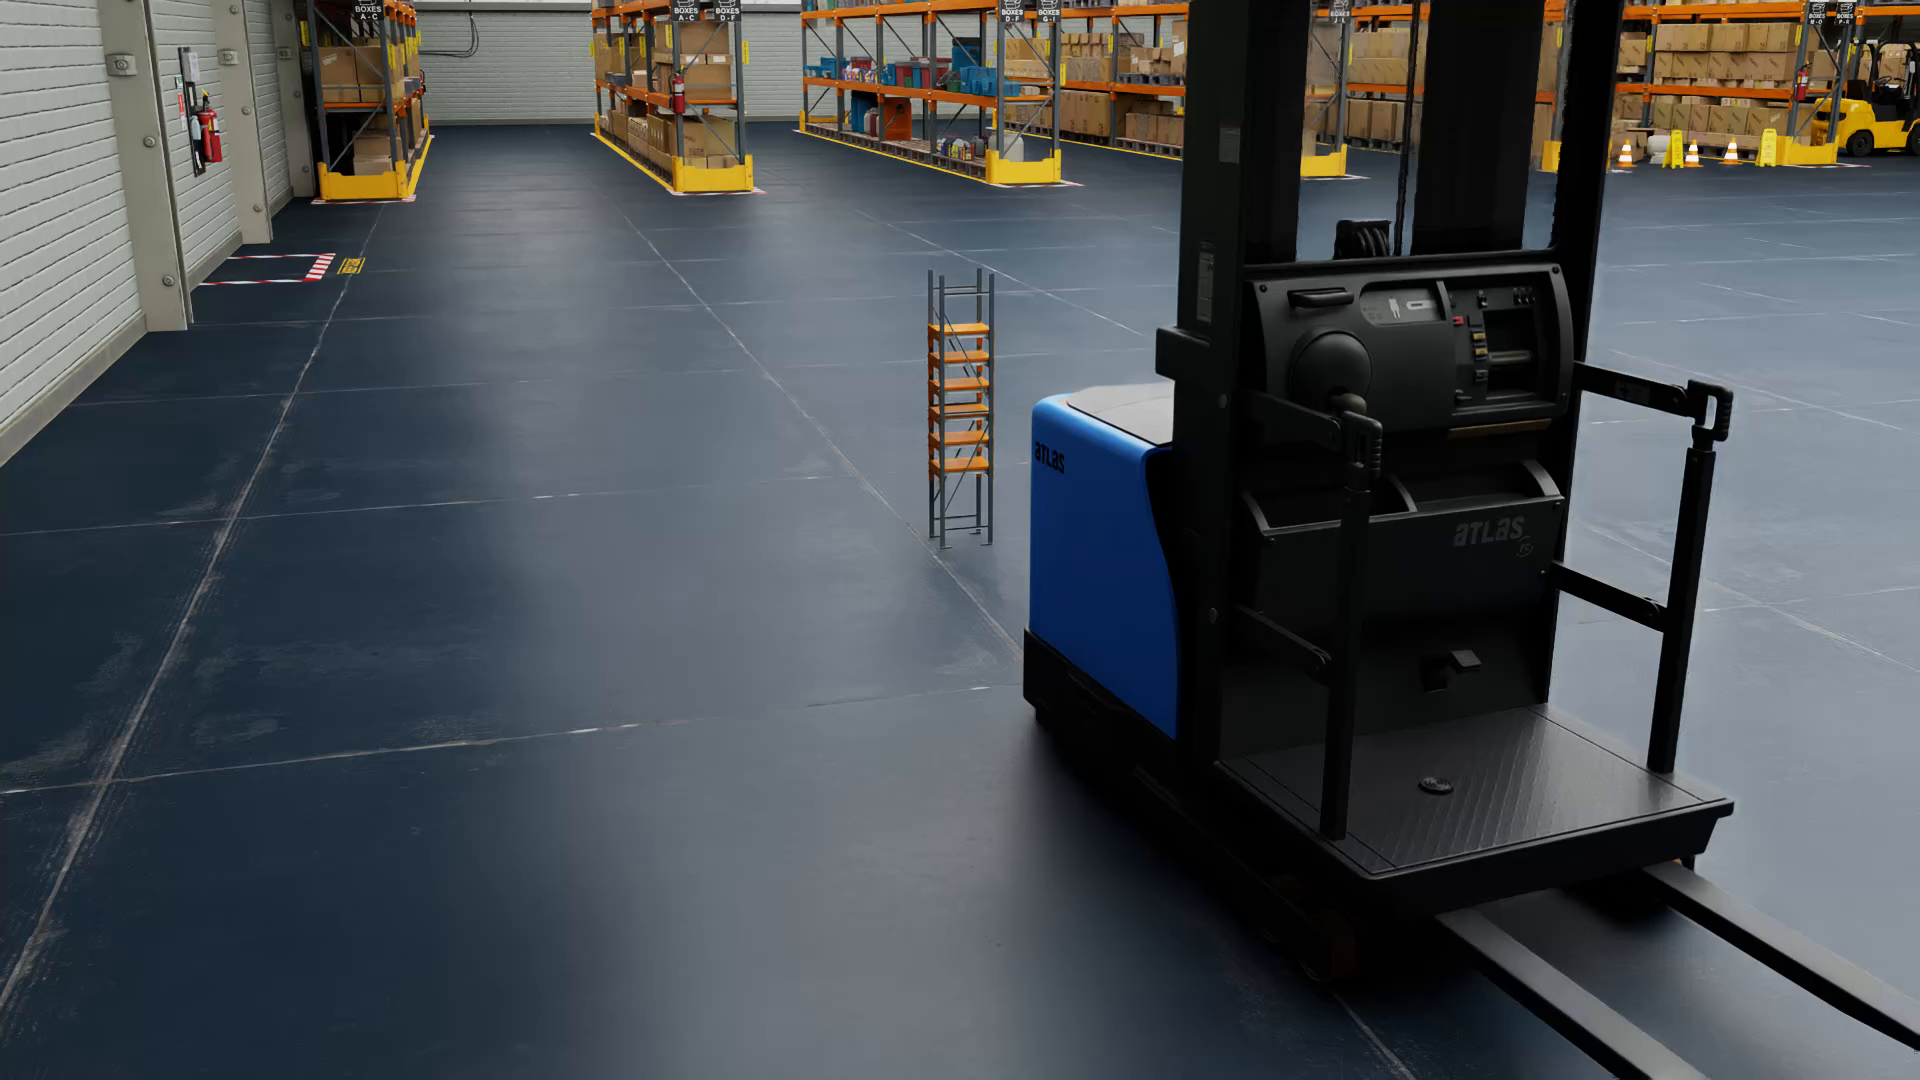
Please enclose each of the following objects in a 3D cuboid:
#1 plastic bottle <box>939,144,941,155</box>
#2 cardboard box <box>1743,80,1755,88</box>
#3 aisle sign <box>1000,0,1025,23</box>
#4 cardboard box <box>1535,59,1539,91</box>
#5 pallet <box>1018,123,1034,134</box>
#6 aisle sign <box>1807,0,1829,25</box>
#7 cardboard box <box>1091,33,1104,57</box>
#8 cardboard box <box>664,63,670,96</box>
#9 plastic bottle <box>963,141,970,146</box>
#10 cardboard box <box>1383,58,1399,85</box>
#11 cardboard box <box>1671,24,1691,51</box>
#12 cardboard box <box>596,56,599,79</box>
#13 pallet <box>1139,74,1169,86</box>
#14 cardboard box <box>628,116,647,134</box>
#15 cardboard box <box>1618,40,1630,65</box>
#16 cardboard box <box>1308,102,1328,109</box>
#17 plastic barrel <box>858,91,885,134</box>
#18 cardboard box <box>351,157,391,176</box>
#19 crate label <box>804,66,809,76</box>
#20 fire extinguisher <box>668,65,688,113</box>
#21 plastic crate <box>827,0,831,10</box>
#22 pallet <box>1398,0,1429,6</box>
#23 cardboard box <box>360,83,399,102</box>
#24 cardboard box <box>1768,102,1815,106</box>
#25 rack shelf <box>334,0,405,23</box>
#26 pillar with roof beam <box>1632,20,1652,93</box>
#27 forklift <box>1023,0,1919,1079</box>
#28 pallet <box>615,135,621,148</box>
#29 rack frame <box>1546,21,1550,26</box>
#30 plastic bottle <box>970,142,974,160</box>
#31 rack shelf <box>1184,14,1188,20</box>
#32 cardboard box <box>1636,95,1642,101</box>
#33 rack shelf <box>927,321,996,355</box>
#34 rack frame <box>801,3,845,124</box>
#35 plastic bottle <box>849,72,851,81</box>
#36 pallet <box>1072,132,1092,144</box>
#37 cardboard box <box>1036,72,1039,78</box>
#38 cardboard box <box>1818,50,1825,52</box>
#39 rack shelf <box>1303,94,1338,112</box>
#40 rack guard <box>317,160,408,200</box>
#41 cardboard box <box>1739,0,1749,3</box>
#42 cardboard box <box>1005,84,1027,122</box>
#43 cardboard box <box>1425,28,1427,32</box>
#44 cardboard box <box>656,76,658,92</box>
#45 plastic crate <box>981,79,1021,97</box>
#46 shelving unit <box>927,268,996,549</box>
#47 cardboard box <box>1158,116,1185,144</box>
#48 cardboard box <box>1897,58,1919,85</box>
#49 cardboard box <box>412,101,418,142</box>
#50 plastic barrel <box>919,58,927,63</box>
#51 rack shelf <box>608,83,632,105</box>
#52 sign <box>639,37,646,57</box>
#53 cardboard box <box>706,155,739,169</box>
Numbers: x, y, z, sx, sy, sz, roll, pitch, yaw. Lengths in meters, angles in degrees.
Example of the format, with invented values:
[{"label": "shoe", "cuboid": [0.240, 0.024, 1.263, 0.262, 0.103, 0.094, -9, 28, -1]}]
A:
[{"label": "plastic bottle", "cuboid": [-0.313, -6.878, 29.236, 0.097, 0.201, 0.097, 0, 17, 0]}, {"label": "cardboard box", "cuboid": [14.721, -8.424, 30.720, 0.380, 0.149, 0.250, -4, 17, -14]}, {"label": "aisle sign", "cuboid": [0.799, -8.282, 25.291, 0.394, 0.787, 0.004, -5, 17, -15]}, {"label": "cardboard box", "cuboid": [10.306, -8.157, 29.134, 0.875, 0.550, 0.550, -5, 17, -15]}, {"label": "pallet", "cuboid": [2.056, -10.010, 40.411, 1.003, 0.211, 1.213, -5, 17, -15]}, {"label": "aisle sign", "cuboid": [15.093, -9.460, 29.214, 0.394, 0.787, 0.004, -5, 17, -15]}, {"label": "cardboard box", "cuboid": [3.266, -10.597, 35.599, 0.797, 0.503, 0.637, -4, 17, -14]}, {"label": "cardboard box", "cuboid": [-4.385, -7.437, 26.824, 0.700, 0.500, 0.500, -4, 17, -14]}, {"label": "plastic bottle", "cuboid": [0.092, -6.686, 28.466, 0.152, 0.276, 0.135, -5, 17, -15]}, {"label": "cardboard box", "cuboid": [8.846, -9.393, 33.335, 0.500, 0.500, 0.500, -5, 17, -15]}, {"label": "cardboard box", "cuboid": [14.288, -9.749, 32.265, 0.700, 0.500, 0.500, -5, 17, -15]}, {"label": "cardboard box", "cuboid": [-8.081, -10.878, 38.277, 0.500, 0.500, 0.500, -5, 17, -16]}, {"label": "pallet", "cuboid": [4.212, -9.049, 32.695, 1.003, 0.211, 1.213, -5, 17, -15]}, {"label": "cardboard box", "cuboid": [-6.036, -7.887, 31.571, 0.500, 0.311, 0.500, -4, 17, -13]}, {"label": "cardboard box", "cuboid": [13.771, -10.000, 34.108, 0.500, 0.500, 0.500, -5, 17, -15]}, {"label": "cardboard box", "cuboid": [7.985, -9.581, 36.444, 0.500, 0.250, 0.500, -5, 17, -17]}, {"label": "plastic barrel", "cuboid": [-1.906, -9.248, 35.943, 0.600, 0.901, 0.708, -5, 17, -15]}, {"label": "cardboard box", "cuboid": [-8.565, -5.419, 24.186, 0.500, 0.311, 0.500, -7, 18, -22]}, {"label": "crate label", "cuboid": [-3.581, -11.360, 40.244, 0.416, 0.233, 0.303, -5, 17, -15]}, {"label": "fire extinguisher", "cuboid": [-4.113, -6.583, 24.289, 0.296, 0.674, 0.183, -5, 17, -15]}, {"label": "plastic crate", "cuboid": [-2.790, -11.983, 37.206, 0.416, 0.233, 0.300, -5, 17, -15]}, {"label": "pallet", "cuboid": [9.225, -10.537, 32.436, 0.805, 0.209, 1.217, -5, 18, -17]}, {"label": "cardboard box", "cuboid": [-8.290, -6.395, 23.753, 0.500, 0.250, 0.500, -5, 17, -17]}, {"label": "cardboard box", "cuboid": [18.459, -9.386, 36.882, 0.875, 0.625, 0.625, -5, 18, -18]}, {"label": "rack shelf", "cuboid": [-10.110, -9.049, 28.399, 1.077, 0.370, 4.000, -5, 17, -15]}, {"label": "pillar with roof beam", "cuboid": [13.365, -14.765, 40.964, 9.100, 9.000, 0.400, -5, 17, -15]}, {"label": "forklift", "cuboid": [1.230, -0.490, 3.989, 1.130, 2.935, 3.031, -7, 18, -21]}, {"label": "pallet", "cuboid": [-6.737, -8.452, 35.221, 1.003, 0.211, 1.213, -5, 17, -15]}, {"label": "rack frame", "cuboid": [15.730, -13.075, 45.765, 1.000, 3.000, 0.127, -5, 17, -15]}, {"label": "plastic bottle", "cuboid": [0.198, -6.544, 27.980, 0.061, 0.283, 0.133, -5, 17, -15]}, {"label": "rack shelf", "cuboid": [6.776, -12.801, 40.889, 1.077, 0.370, 4.000, -5, 17, -15]}, {"label": "cardboard box", "cuboid": [16.992, -10.947, 41.170, 0.380, 0.149, 0.250, -5, 17, -16]}, {"label": "rack shelf", "cuboid": [0.004, -0.873, 7.175, 0.258, 0.103, 0.180, -5, 17, -15]}, {"label": "rack frame", "cuboid": [-3.333, -11.506, 40.543, 1.000, 3.000, 0.127, -5, 17, -15]}, {"label": "plastic bottle", "cuboid": [-2.340, -9.984, 35.821, 0.097, 0.201, 0.097, 0, 17, 0]}, {"label": "pallet", "cuboid": [3.152, -8.910, 36.748, 1.003, 0.211, 1.213, -5, 17, -15]}, {"label": "cardboard box", "cuboid": [1.989, -10.872, 38.867, 0.380, 0.149, 0.250, -5, 17, -16]}, {"label": "cardboard box", "cuboid": [18.415, -10.395, 35.542, 0.380, 0.149, 0.250, -5, 18, -17]}, {"label": "rack shelf", "cuboid": [5.277, -7.681, 29.058, 1.077, 0.370, 4.000, -5, 17, -15]}, {"label": "rack guard", "cuboid": [-8.482, -5.121, 23.631, 1.175, 0.500, 0.348, -5, 17, -15]}, {"label": "cardboard box", "cuboid": [14.663, -10.005, 30.767, 0.380, 0.149, 0.250, -5, 17, -17]}, {"label": "cardboard box", "cuboid": [1.683, -10.911, 41.523, 0.875, 0.875, 0.875, -5, 17, -15]}, {"label": "cardboard box", "cuboid": [11.699, -12.554, 40.991, 0.380, 0.149, 0.250, -4, 17, -14]}, {"label": "cardboard box", "cuboid": [-4.976, -7.857, 28.656, 0.500, 0.250, 0.500, -4, 17, -12]}, {"label": "plastic crate", "cuboid": [0.639, -7.124, 26.213, 0.499, 0.251, 0.616, -5, 17, -15]}, {"label": "shelving unit", "cuboid": [0.004, -0.571, 7.266, 0.258, 1.200, 0.189, -5, 17, -15]}, {"label": "cardboard box", "cuboid": [4.312, -8.052, 32.623, 0.700, 0.500, 0.500, -6, 18, -20]}, {"label": "cardboard box", "cuboid": [19.198, -9.377, 33.282, 0.500, 0.500, 0.500, -5, 17, -16]}, {"label": "cardboard box", "cuboid": [-10.970, -8.138, 32.337, 0.750, 0.750, 0.750, -5, 17, -16]}, {"label": "plastic barrel", "cuboid": [-0.646, -9.079, 32.269, 0.421, 0.512, 0.421, 0, 17, 0]}, {"label": "rack shelf", "cuboid": [-6.447, -9.111, 33.821, 1.077, 0.370, 4.000, -5, 17, -15]}, {"label": "sign", "cuboid": [-5.317, -8.267, 27.885, 0.100, 0.325, 0.005, -5, 17, -15]}, {"label": "cardboard box", "cuboid": [-3.633, -5.740, 25.397, 0.500, 0.250, 0.500, -5, 17, -15]}]
